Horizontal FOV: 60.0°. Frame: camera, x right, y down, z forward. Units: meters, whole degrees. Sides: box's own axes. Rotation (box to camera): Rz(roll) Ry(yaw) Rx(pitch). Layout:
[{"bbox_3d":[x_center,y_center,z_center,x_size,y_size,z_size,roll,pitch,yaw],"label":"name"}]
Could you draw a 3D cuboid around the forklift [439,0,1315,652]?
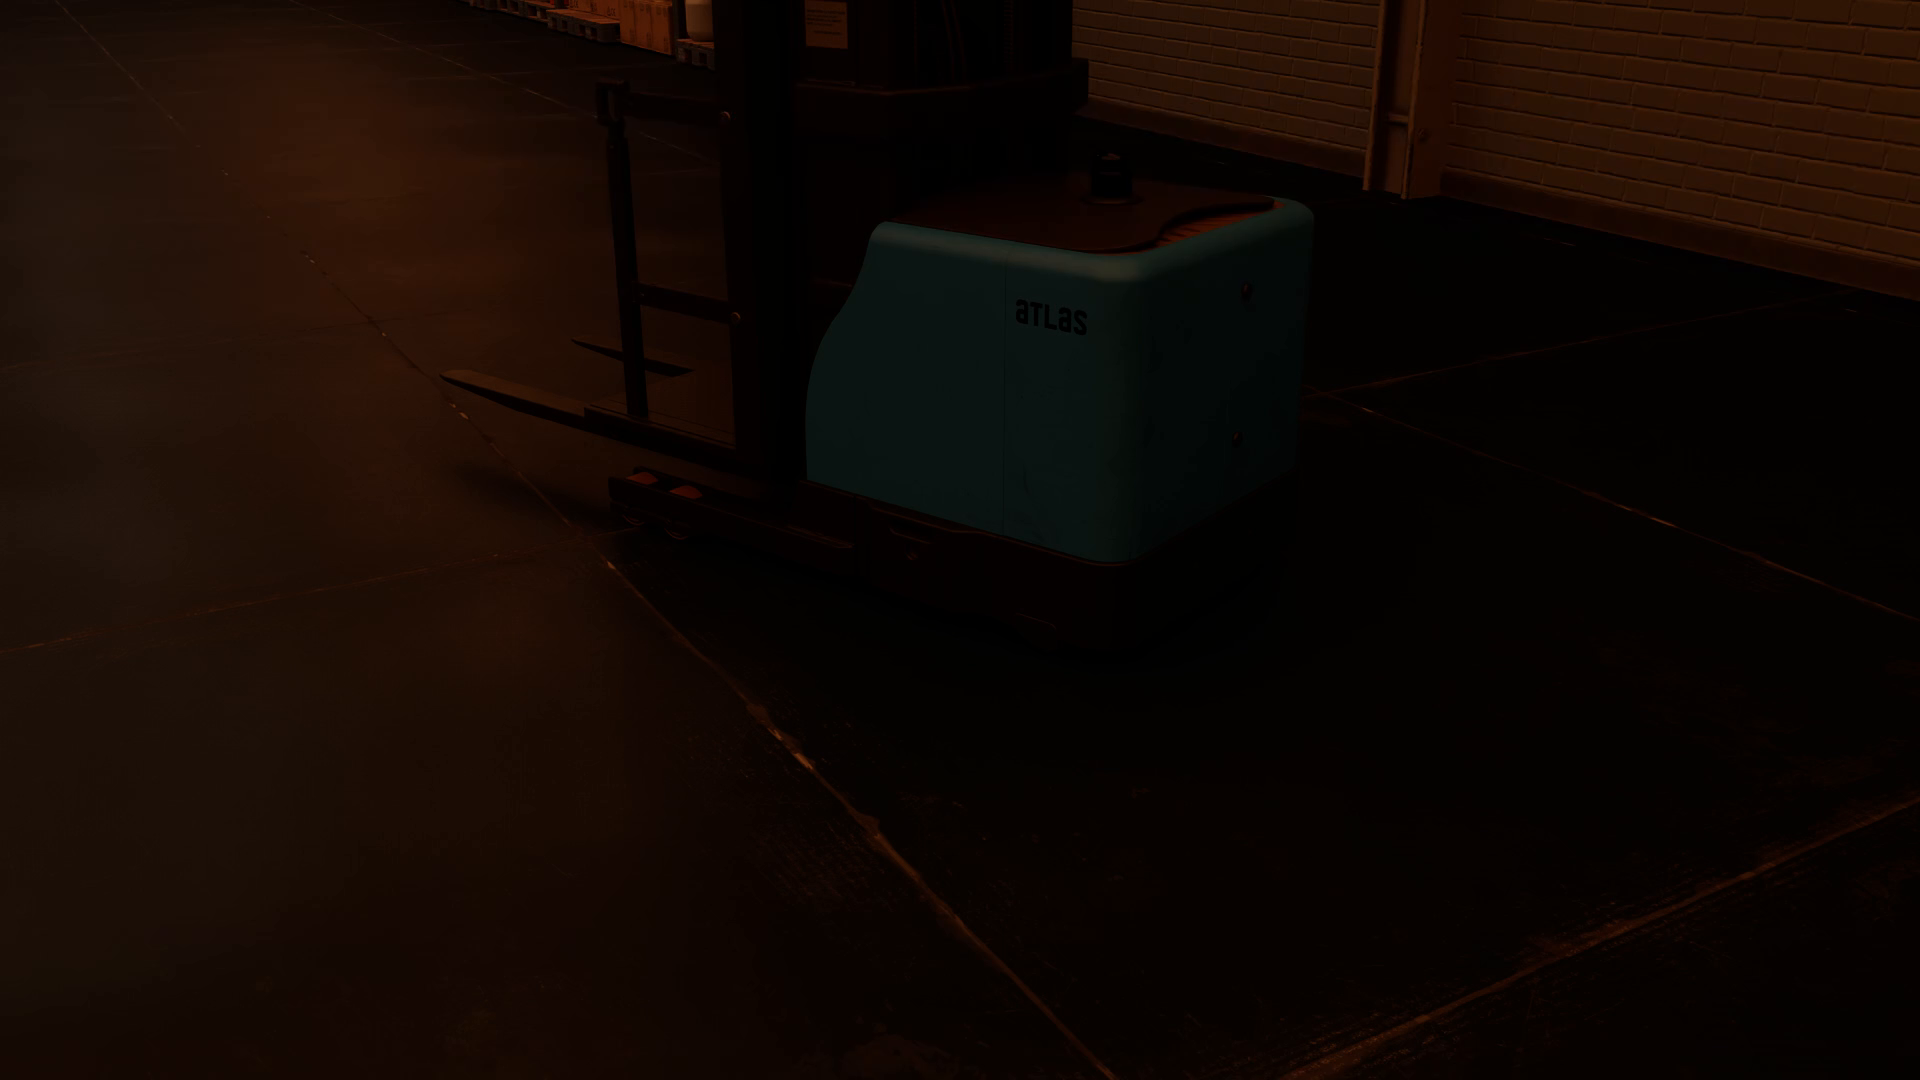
[{"bbox_3d":[-0.481,-1.497,4.922,3.031,2.935,1.130,16,27,34],"label":"forklift"}]
